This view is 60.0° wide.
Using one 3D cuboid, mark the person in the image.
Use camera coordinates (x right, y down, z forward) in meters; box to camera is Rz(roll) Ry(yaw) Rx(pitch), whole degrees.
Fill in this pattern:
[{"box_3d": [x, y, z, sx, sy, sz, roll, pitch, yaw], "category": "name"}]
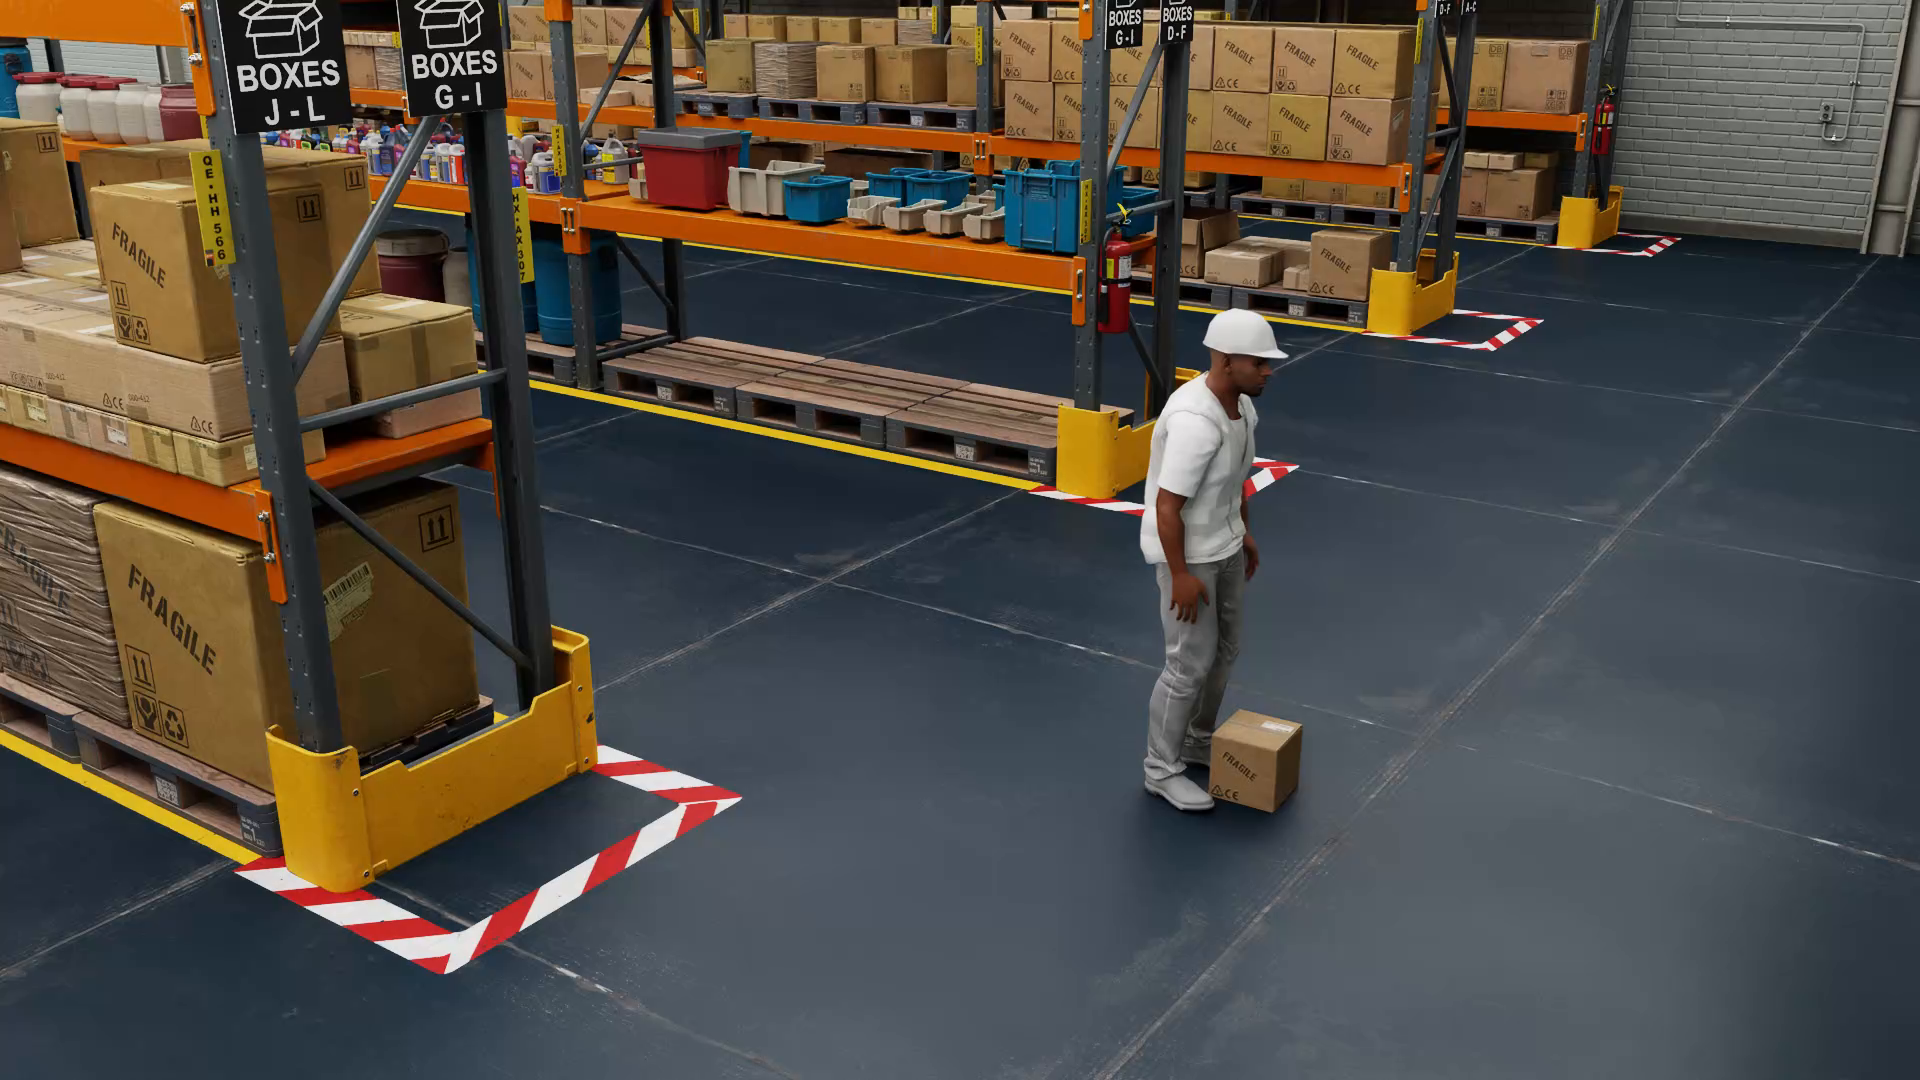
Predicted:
[{"box_3d": [0.886, 0.049, 5.907, 0.456, 1.761, 0.637, 12, 23, 30], "category": "person"}]
